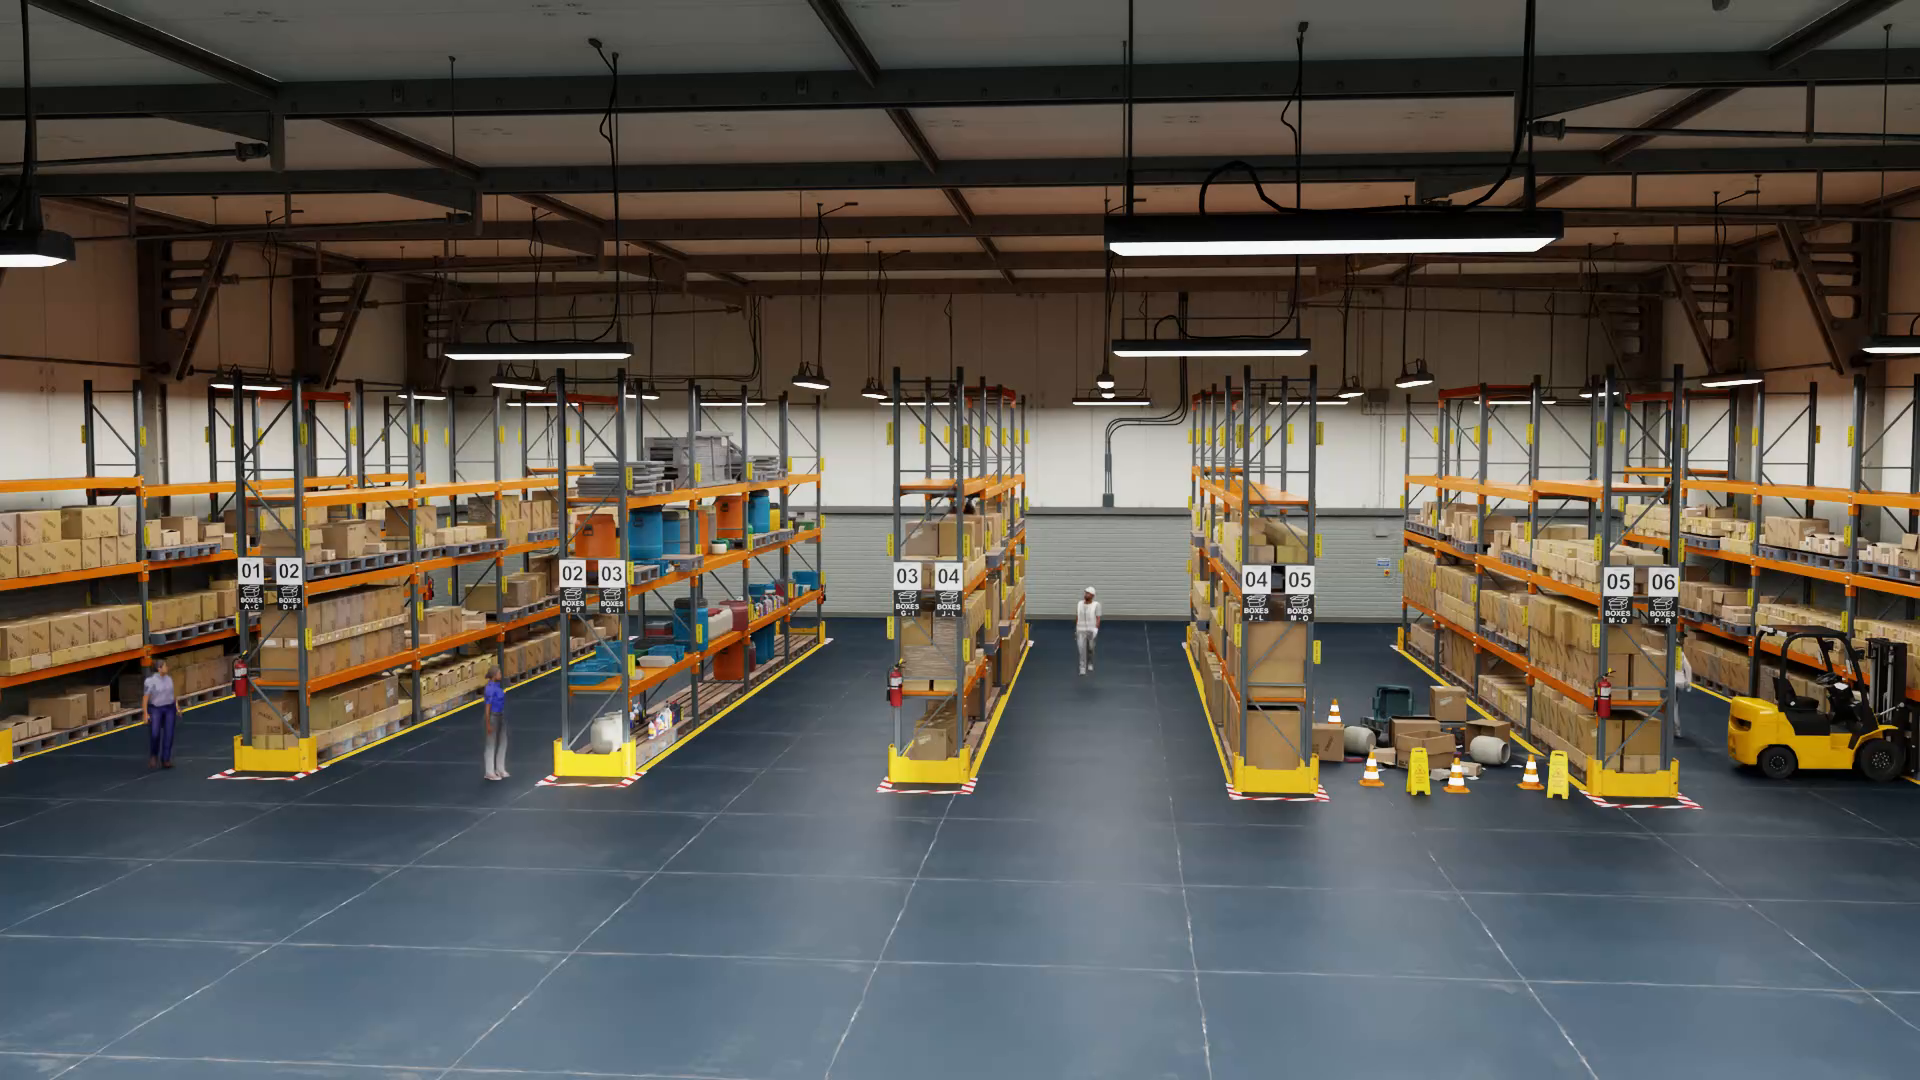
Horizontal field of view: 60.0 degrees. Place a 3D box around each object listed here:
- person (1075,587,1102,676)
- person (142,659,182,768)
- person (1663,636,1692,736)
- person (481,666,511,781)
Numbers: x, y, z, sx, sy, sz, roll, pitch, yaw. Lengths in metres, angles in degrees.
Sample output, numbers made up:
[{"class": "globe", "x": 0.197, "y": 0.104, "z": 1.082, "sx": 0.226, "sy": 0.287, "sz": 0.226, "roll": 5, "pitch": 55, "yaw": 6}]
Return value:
[{"class": "person", "x": 2.535, "y": 1.803, "z": 32.926, "sx": 0.534, "sy": 1.722, "sz": 1.030, "roll": 0, "pitch": 4, "yaw": 4}, {"class": "person", "x": -12.016, "y": 2.614, "z": 25.062, "sx": 0.551, "sy": 1.641, "sz": 0.446, "roll": -3, "pitch": 5, "yaw": -40}, {"class": "person", "x": 11.981, "y": 2.470, "z": 27.903, "sx": 0.628, "sy": 1.712, "sz": 0.619, "roll": 0, "pitch": 4, "yaw": 3}, {"class": "person", "x": -6.807, "y": 2.720, "z": 24.345, "sx": 0.338, "sy": 1.667, "sz": 0.537, "roll": 0, "pitch": 4, "yaw": 7}]
